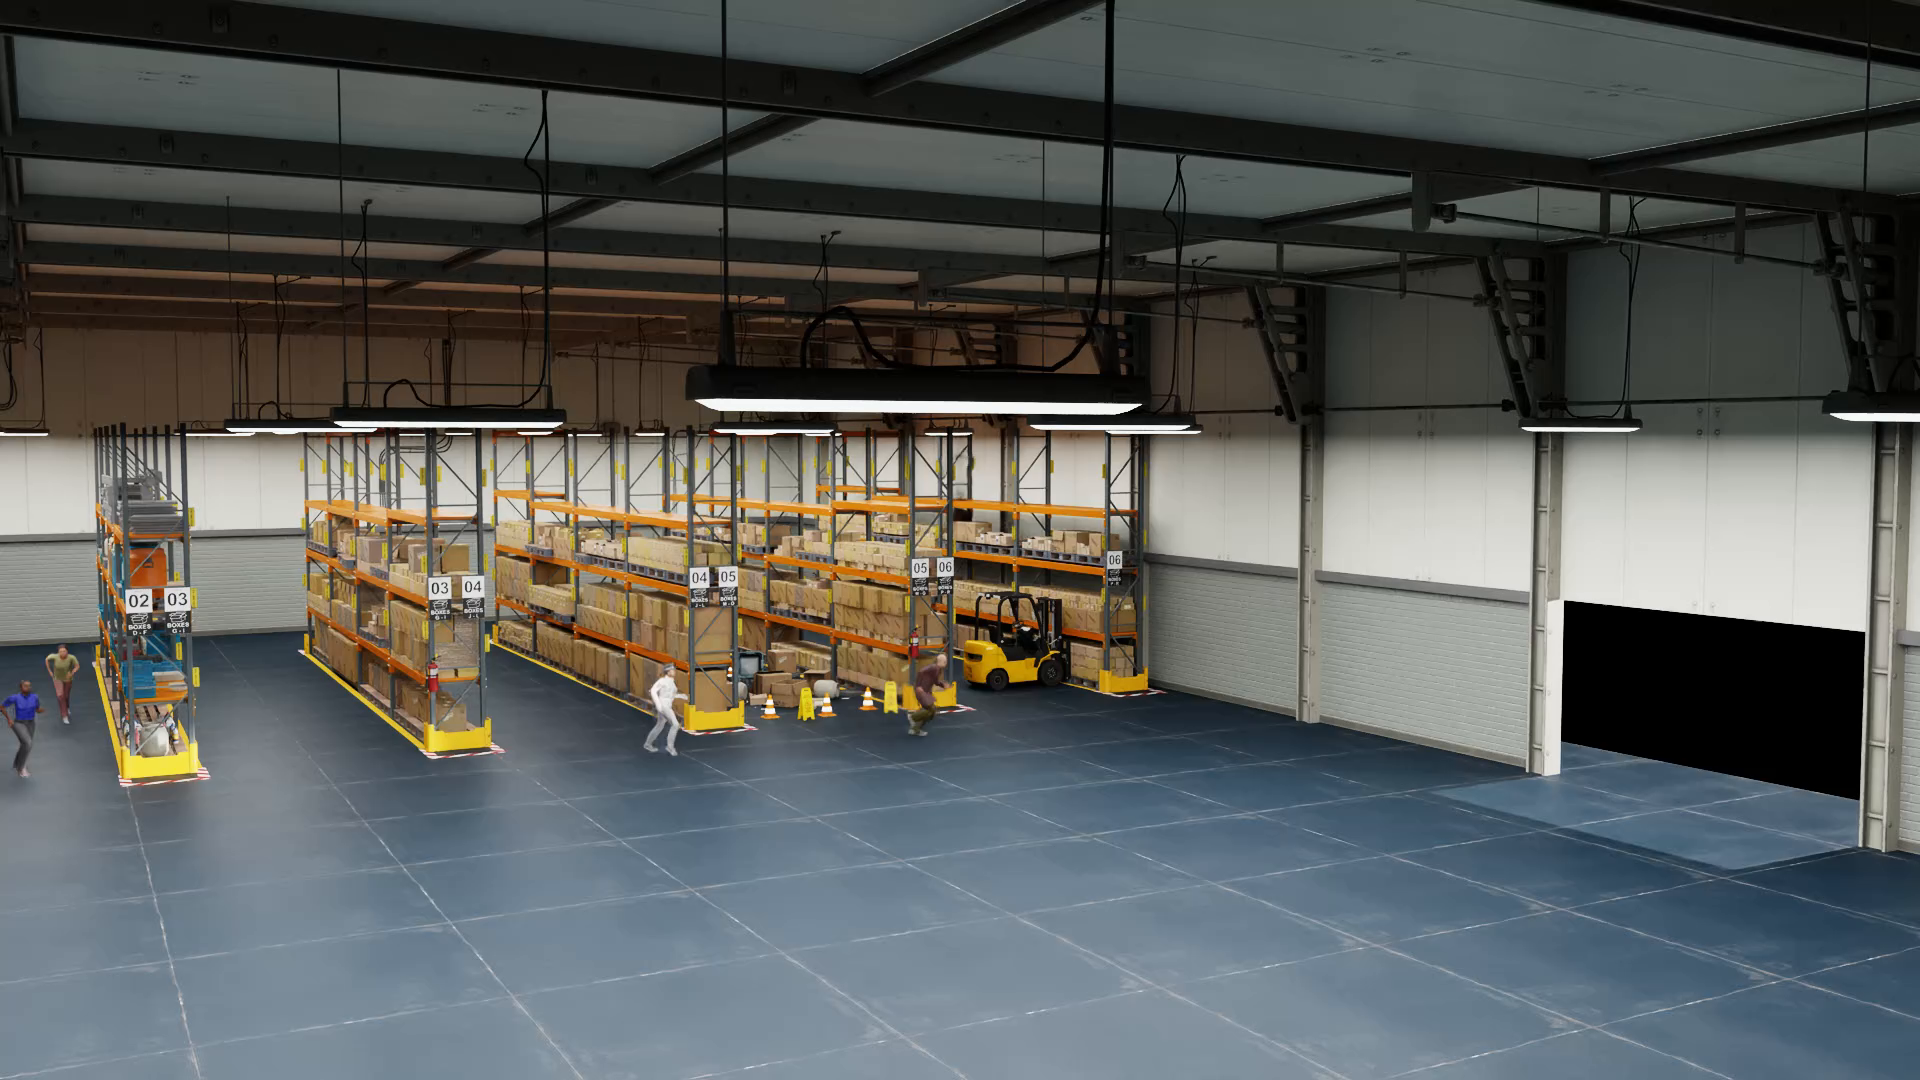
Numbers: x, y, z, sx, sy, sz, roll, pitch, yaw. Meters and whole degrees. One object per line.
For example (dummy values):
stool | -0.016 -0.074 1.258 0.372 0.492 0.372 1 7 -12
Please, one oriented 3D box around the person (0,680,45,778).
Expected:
person | -15.878 3.208 28.236 0.761 1.690 0.576 2 4 28

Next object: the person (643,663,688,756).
person | -5.360 3.079 30.173 0.833 1.733 0.546 0 3 0

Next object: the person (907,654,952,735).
person | -0.598 2.994 32.006 0.867 1.599 0.722 1 4 14

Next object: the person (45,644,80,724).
person | -18.251 2.896 33.852 0.615 1.625 1.003 -2 4 -26
